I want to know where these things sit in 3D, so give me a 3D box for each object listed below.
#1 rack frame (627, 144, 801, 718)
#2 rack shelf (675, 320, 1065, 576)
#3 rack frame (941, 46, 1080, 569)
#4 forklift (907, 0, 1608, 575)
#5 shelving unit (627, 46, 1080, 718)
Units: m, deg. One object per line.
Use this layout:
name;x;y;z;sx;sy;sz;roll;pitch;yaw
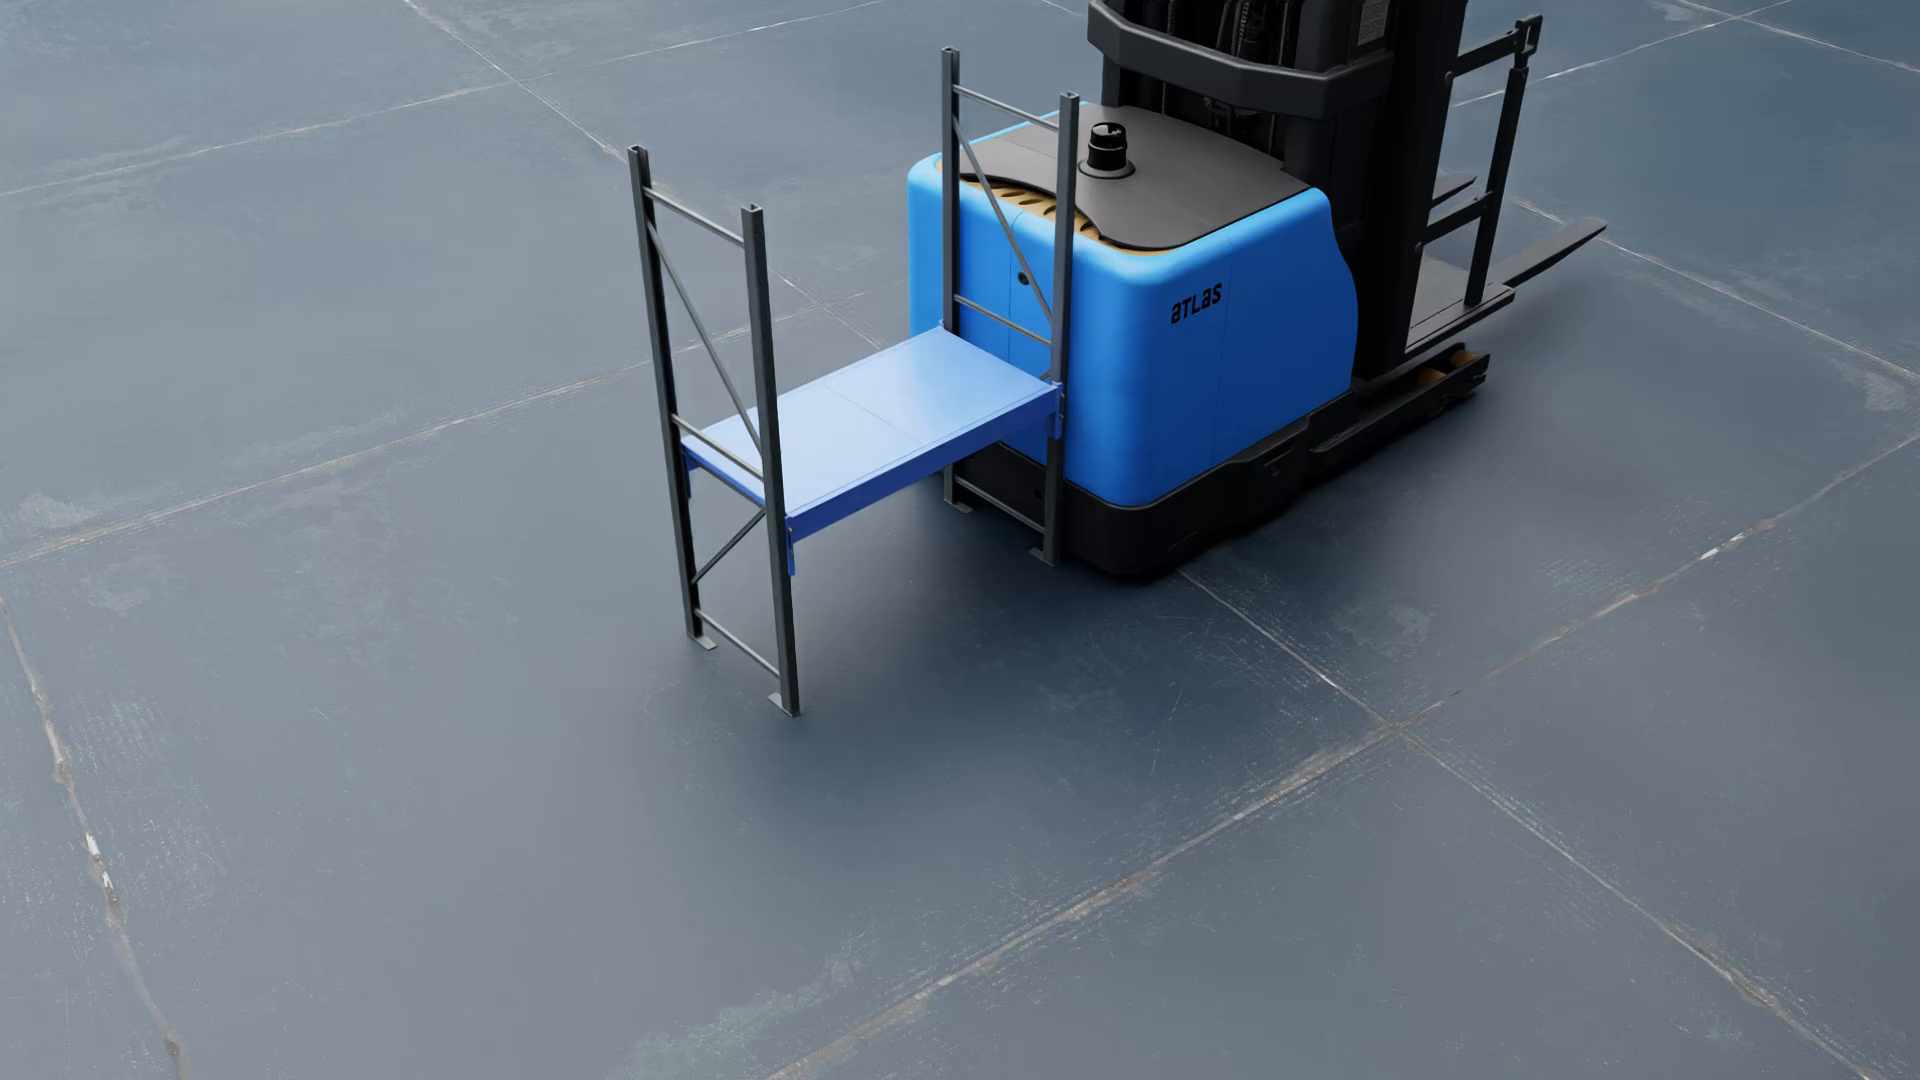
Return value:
rack frame;-0.620;-0.232;4.288;0.032;1.500;0.500;-28;44;-33
rack shelf;-0.246;-0.287;4.673;1.000;0.185;0.538;-28;44;-33
rack frame;0.128;-0.634;4.847;0.032;1.500;0.500;-28;44;-33
forklift;1.249;-1.824;5.276;3.031;2.935;1.130;-28;44;-33
shelving unit;-0.246;-0.433;4.568;1.048;1.500;0.538;-28;44;-33
